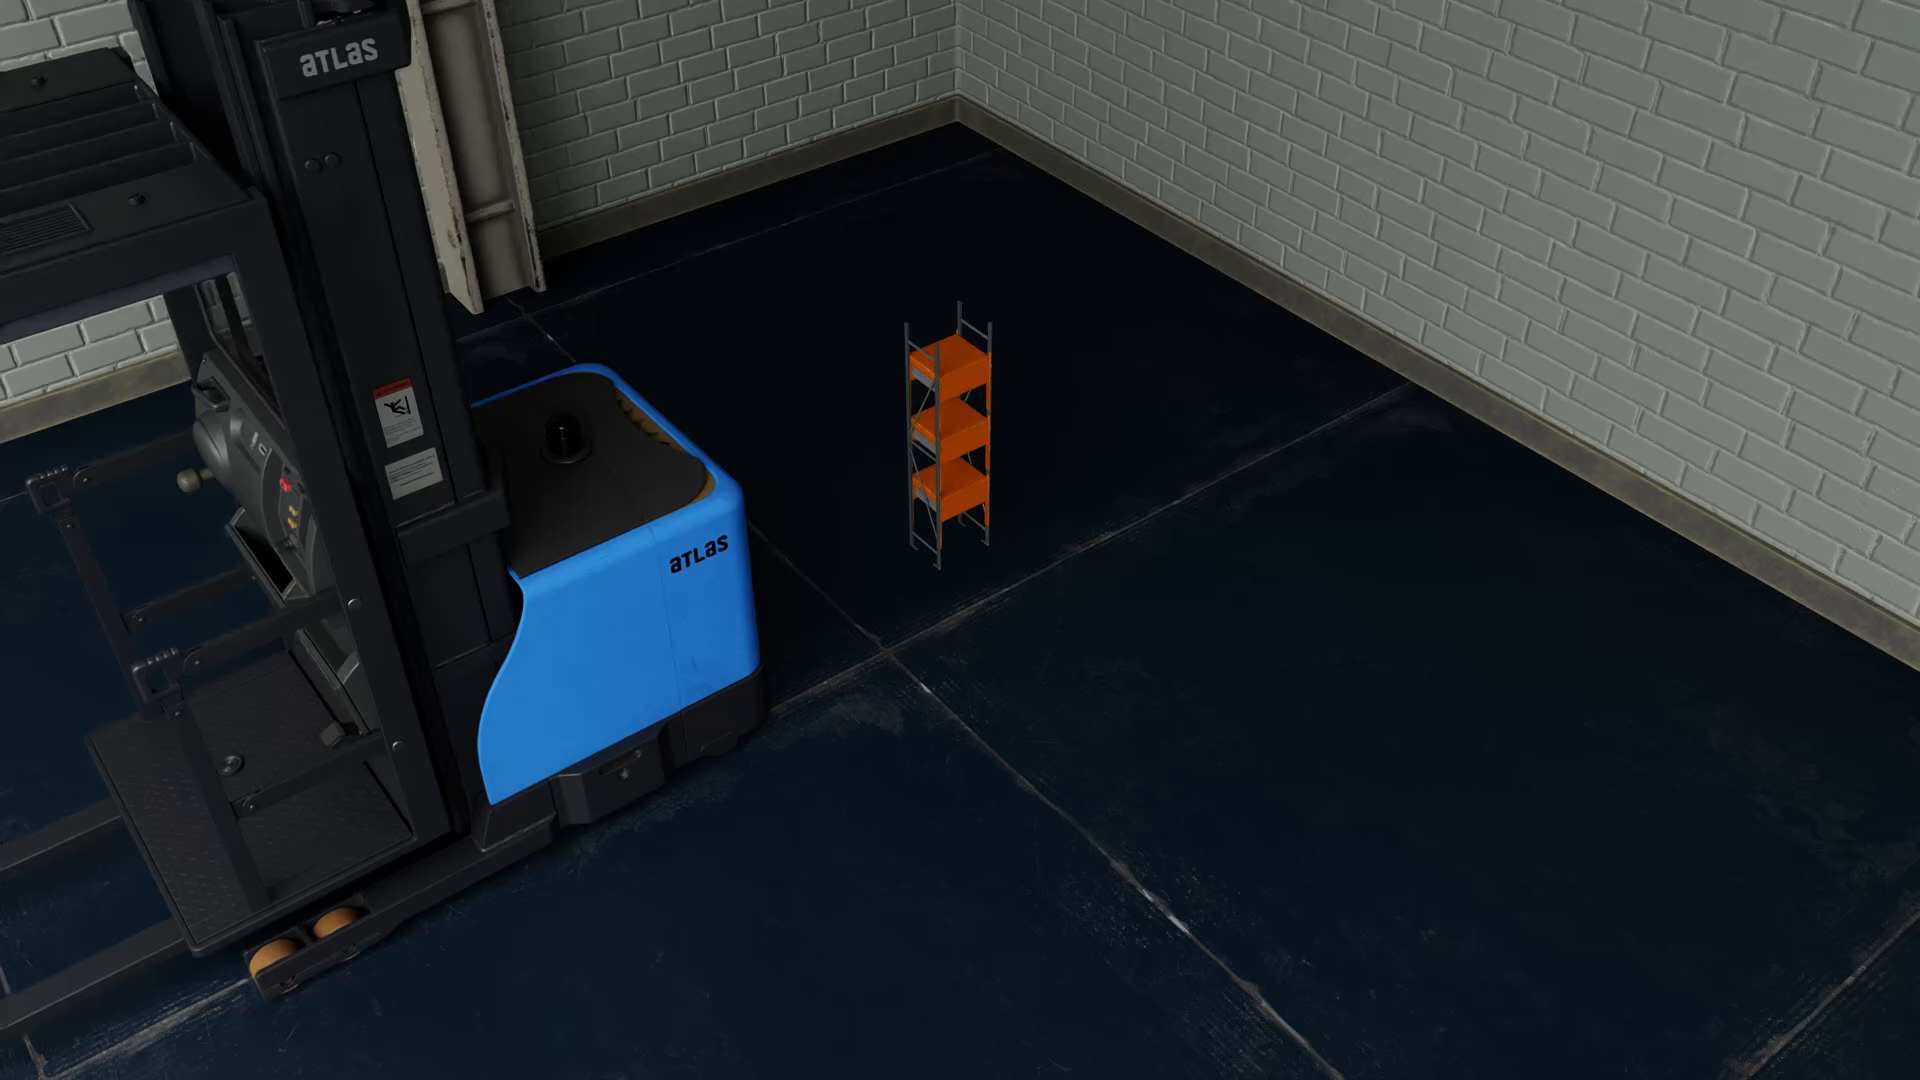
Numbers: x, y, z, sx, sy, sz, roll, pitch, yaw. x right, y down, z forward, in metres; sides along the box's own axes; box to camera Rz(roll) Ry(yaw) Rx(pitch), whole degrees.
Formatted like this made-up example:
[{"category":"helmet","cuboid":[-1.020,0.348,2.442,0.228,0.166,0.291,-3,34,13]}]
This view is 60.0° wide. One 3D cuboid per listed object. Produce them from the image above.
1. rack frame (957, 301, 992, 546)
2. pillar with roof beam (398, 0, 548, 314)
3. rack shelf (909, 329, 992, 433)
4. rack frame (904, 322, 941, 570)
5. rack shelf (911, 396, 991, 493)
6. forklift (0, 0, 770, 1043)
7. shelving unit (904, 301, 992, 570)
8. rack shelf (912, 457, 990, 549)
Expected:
[{"category":"rack frame","cuboid":[0.054,-0.432,6.449,0.008,1.050,0.200,-26,46,-28]},{"category":"pillar with roof beam","cuboid":[0.324,-2.563,2.779,0.400,9.000,9.100,-26,46,-28]},{"category":"rack shelf","cuboid":[-0.042,-0.596,6.219,0.240,0.259,0.215,-26,46,-28]},{"category":"rack frame","cuboid":[-0.139,-0.338,6.334,0.008,1.050,0.200,-26,46,-28]},{"category":"rack shelf","cuboid":[-0.042,-0.377,6.399,0.240,0.259,0.215,-26,46,-28]},{"category":"forklift","cuboid":[-2.149,-0.134,4.603,3.031,2.935,1.130,-26,46,-28]},{"category":"shelving unit","cuboid":[-0.042,-0.385,6.392,0.252,1.050,0.215,-26,46,-28]},{"category":"rack shelf","cuboid":[-0.042,-0.162,6.575,0.240,0.259,0.215,-26,46,-28]}]
